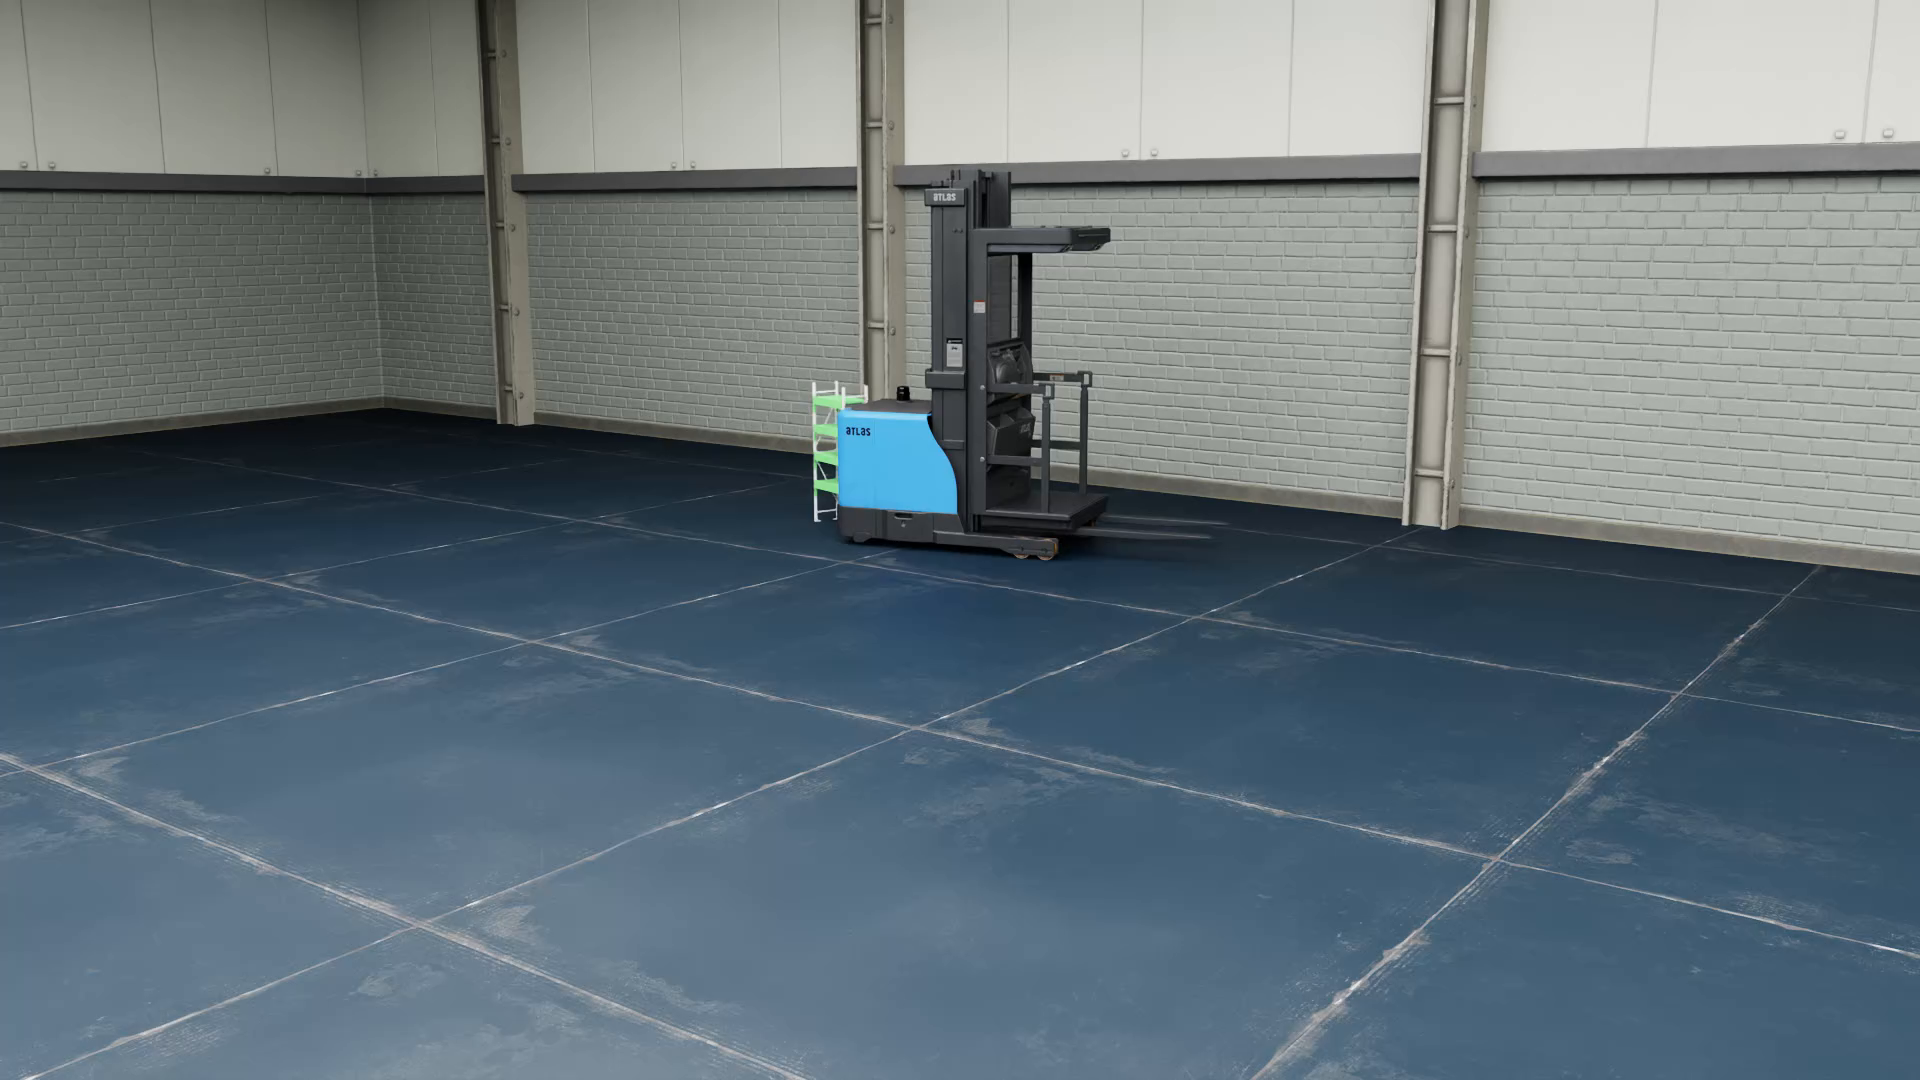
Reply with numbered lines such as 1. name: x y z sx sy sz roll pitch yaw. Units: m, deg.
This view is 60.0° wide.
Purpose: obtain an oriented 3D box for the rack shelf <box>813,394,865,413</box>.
1. rack shelf: -1.011 -1.131 14.022 0.258 0.148 0.480 -7 13 -34

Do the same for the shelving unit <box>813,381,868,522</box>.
1. shelving unit: -1.012 -0.722 14.101 0.258 1.200 0.503 -7 13 -34

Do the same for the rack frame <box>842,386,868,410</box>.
1. rack frame: -0.873 -0.684 13.904 0.240 1.200 0.015 -7 13 -34

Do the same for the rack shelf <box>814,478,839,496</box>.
1. rack shelf: -1.013 -0.424 14.158 0.258 0.148 0.480 -7 13 -34

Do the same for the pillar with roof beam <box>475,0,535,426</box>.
1. pillar with roof beam: -8.198 -5.241 16.927 0.400 9.000 9.100 8 13 36

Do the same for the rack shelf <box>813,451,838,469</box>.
1. rack shelf: -1.012 -0.659 14.113 0.258 0.148 0.480 -7 13 -34

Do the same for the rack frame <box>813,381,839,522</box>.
1. rack frame: -1.151 -0.760 14.298 0.240 1.200 0.015 -7 13 -34

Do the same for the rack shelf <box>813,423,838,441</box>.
1. rack shelf: -1.012 -0.895 14.068 0.258 0.148 0.480 -7 13 -34

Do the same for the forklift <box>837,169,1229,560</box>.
1. forklift: 0.581 -1.396 13.031 3.031 2.935 1.130 4 12 21

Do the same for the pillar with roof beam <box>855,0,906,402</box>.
1. pillar with roof beam: -3.362 -4.566 13.440 0.400 9.000 9.100 8 13 36

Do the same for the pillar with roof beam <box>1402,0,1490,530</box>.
1. pillar with roof beam: 1.474 -3.891 9.953 0.400 9.000 9.100 8 13 36
